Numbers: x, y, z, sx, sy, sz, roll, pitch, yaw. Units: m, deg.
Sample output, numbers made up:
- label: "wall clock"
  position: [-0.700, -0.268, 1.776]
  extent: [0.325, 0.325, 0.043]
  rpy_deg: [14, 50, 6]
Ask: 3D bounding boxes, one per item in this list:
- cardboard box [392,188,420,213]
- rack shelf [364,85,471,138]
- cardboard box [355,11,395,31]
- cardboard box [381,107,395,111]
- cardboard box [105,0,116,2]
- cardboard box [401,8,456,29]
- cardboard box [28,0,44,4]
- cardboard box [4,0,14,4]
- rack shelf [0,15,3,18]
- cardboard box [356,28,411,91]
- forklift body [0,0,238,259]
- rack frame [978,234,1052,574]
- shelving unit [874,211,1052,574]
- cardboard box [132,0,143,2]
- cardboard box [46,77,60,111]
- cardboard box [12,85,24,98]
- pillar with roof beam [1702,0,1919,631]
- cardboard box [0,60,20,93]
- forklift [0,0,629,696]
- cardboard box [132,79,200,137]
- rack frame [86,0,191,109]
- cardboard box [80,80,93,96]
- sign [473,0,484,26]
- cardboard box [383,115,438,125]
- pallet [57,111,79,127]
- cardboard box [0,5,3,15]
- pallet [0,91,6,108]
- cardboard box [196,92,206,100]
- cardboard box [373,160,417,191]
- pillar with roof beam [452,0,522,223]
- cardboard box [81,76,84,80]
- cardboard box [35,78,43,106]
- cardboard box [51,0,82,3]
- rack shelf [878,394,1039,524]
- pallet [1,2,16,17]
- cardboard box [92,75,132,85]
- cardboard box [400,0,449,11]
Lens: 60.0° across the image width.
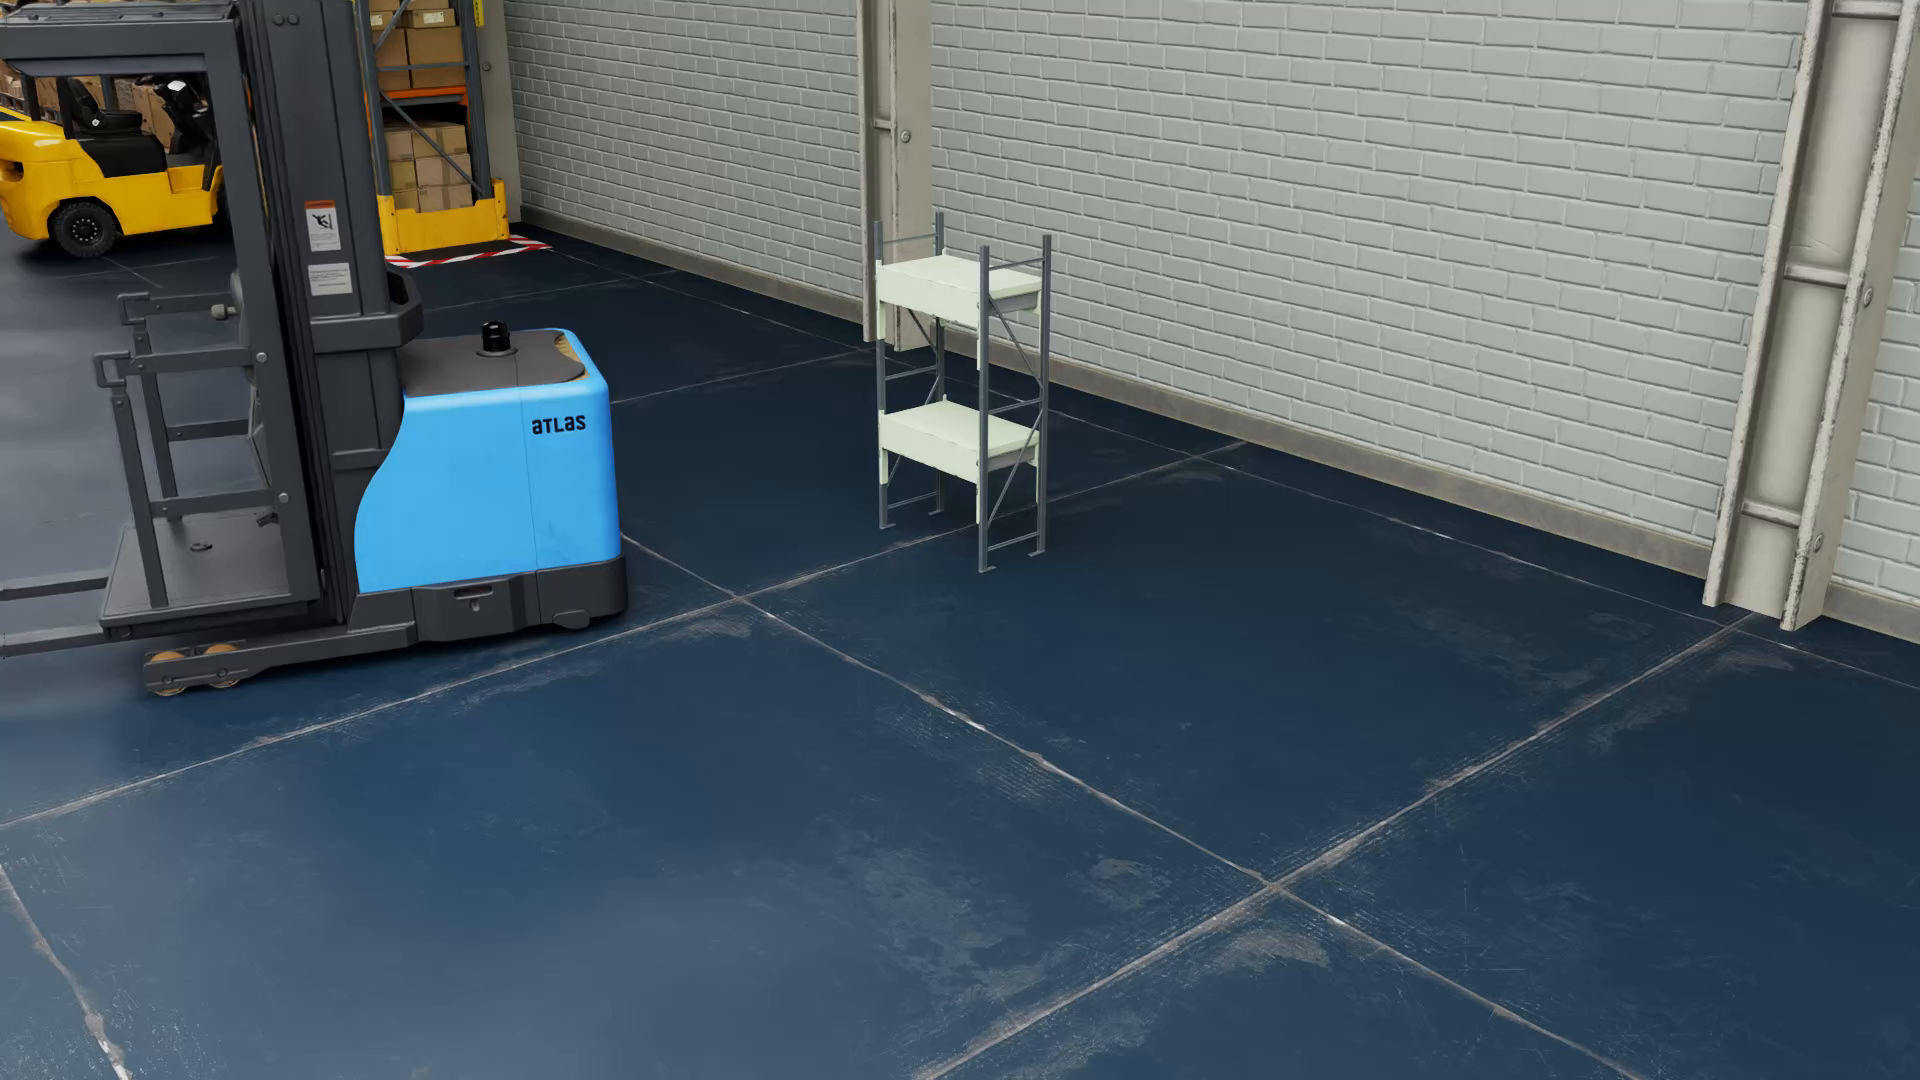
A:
- label: "cardboard box"
  position: [-5.117, -2.980, 14.674]
  extent: [0.500, 0.250, 0.500]
  rpy_deg: [-17, 27, -37]
- label: "rack shelf"
  position: [-5.877, -4.228, 15.652]
  extent: [1.077, 0.370, 4.000]
  rpy_deg: [-17, 27, -37]
- label: "cardboard box"
  position: [-5.010, -4.388, 14.048]
  extent: [0.380, 0.149, 0.250]
  rpy_deg: [-17, 27, -37]
- label: "cardboard box"
  position: [-5.718, -3.990, 15.882]
  extent: [0.500, 0.250, 0.500]
  rpy_deg: [-18, 28, -38]
- label: "cardboard box"
  position: [-9.363, -6.064, 18.874]
  extent: [0.500, 0.250, 0.500]
  rpy_deg: [-16, 27, -36]
- label: "cardboard box"
  position: [-4.596, -4.514, 14.370]
  extent: [0.380, 0.149, 0.250]
  rpy_deg: [-18, 28, -39]
- label: "cardboard box"
  position: [-11.407, -7.021, 21.084]
  extent: [0.700, 0.500, 0.500]
  rpy_deg: [-18, 27, -38]
- label: "cardboard box"
  position: [-12.258, -7.381, 22.003]
  extent: [0.700, 0.500, 0.500]
  rpy_deg: [-17, 27, -36]
- label: "rack shelf"
  position: [-13.710, -7.543, 24.117]
  extent: [1.077, 0.370, 4.000]
  rpy_deg: [-17, 27, -37]
- label: "cardboard box"
  position: [-5.091, -4.130, 14.279]
  extent: [0.500, 0.500, 0.500]
  rpy_deg: [-18, 28, -39]
- label: "forklift body"
  position: [-7.191, -3.705, 14.494]
  extent: [2.313, 2.155, 1.214]
  rpy_deg: [-17, 27, -37]
- label: "rack frame"
  position: [0.243, -0.595, 7.448]
  extent: [0.400, 1.500, 0.023]
  rpy_deg: [-17, 27, -37]
- label: "shelving unit"
  position: [0.004, -0.697, 7.706]
  extent: [0.431, 1.500, 0.755]
  rpy_deg: [-17, 27, -37]
- label: "cardboard box"
  position: [-8.682, -5.780, 18.149]
  extent: [0.500, 0.250, 0.500]
  rpy_deg: [-17, 27, -37]
- label: "cardboard box"
  position: [-11.581, -5.886, 21.752]
  extent: [0.500, 0.500, 0.500]
  rpy_deg: [-18, 28, -39]
- label: "cardboard box"
  position: [-12.990, -6.278, 23.233]
  extent: [0.380, 0.149, 0.250]
  rpy_deg: [-18, 28, -39]
- label: "pillar with roof beam"
  position: [0.229, -2.870, 2.974]
  extent: [9.100, 9.000, 0.400]
  rpy_deg: [-17, 27, -37]
- label: "cardboard box"
  position: [-13.482, -6.739, 23.928]
  extent: [0.700, 0.500, 0.500]
  rpy_deg: [-19, 28, -39]
- label: "forklift"
  position: [-2.982, -0.979, 6.464]
  extent: [3.031, 2.935, 1.130]
  rpy_deg: [-8, 23, -19]
- label: "cardboard box"
  position: [-8.964, -4.956, 19.205]
  extent: [0.875, 0.625, 0.625]
  rpy_deg: [-16, 27, -36]
- label: "rack frame"
  position: [-9.793, -6.221, 19.753]
  extent: [1.000, 3.000, 0.127]
  rpy_deg: [-17, 27, -37]
- label: "cardboard box"
  position: [-10.551, -5.459, 20.659]
  extent: [0.500, 0.500, 0.500]
  rpy_deg: [-18, 28, -38]
- label: "sign"
  position: [-4.147, -4.581, 14.271]
  extent: [0.100, 0.325, 0.005]
  rpy_deg: [-17, 27, -37]
- label: "cardboard box"
  position: [-5.070, -3.706, 15.157]
  extent: [0.500, 0.250, 0.500]
  rpy_deg: [-17, 27, -37]
- label: "pallet"
  position: [-11.044, -5.474, 21.672]
  extent: [1.003, 0.211, 1.213]
  rpy_deg: [-17, 27, -37]
- label: "cardboard box"
  position: [-12.990, -7.304, 22.863]
  extent: [0.380, 0.149, 0.250]
  rpy_deg: [-17, 27, -36]
- label: "pallet"
  position: [-13.652, -6.554, 24.429]
  extent: [1.003, 0.211, 1.213]
  rpy_deg: [-17, 27, -37]
- label: "cardboard box"
  position: [-8.032, -4.563, 18.201]
  extent: [0.875, 0.625, 0.625]
  rpy_deg: [-18, 28, -38]
- label: "cardboard box"
  position: [-5.126, -3.218, 14.597]
  extent: [0.500, 0.250, 0.500]
  rpy_deg: [-18, 28, -38]
- label: "pillar with roof beam"
  position: [-7.604, -6.186, 11.438]
  extent: [9.100, 9.000, 0.400]
  rpy_deg: [-17, 27, -37]
- label: "cardboard box"
  position: [-10.647, -5.782, 20.595]
  extent: [0.380, 0.149, 0.250]
  rpy_deg: [-19, 28, -39]
- label: "cardboard box"
  position: [-12.259, -6.170, 22.476]
  extent: [0.500, 0.500, 0.500]
  rpy_deg: [-16, 26, -35]
- label: "cardboard box"
  position: [-10.727, -6.561, 20.251]
  extent: [0.500, 0.250, 0.500]
  rpy_deg: [-19, 28, -40]
- label: "rack shelf"
  position: [0.004, -0.393, 7.825]
  extent: [0.431, 0.370, 0.720]
  rpy_deg: [-17, 27, -37]
- label: "pallet"
  position: [-11.965, -6.990, 21.980]
  extent: [1.003, 0.211, 1.213]
  rpy_deg: [-17, 27, -37]
- label: "cardboard box"
  position: [-10.307, -5.630, 20.209]
  extent: [0.380, 0.149, 0.250]
  rpy_deg: [-19, 28, -40]
- label: "cardboard box"
  position: [-4.628, -4.641, 14.286]
  extent: [0.380, 0.149, 0.250]
  rpy_deg: [-18, 28, -38]
